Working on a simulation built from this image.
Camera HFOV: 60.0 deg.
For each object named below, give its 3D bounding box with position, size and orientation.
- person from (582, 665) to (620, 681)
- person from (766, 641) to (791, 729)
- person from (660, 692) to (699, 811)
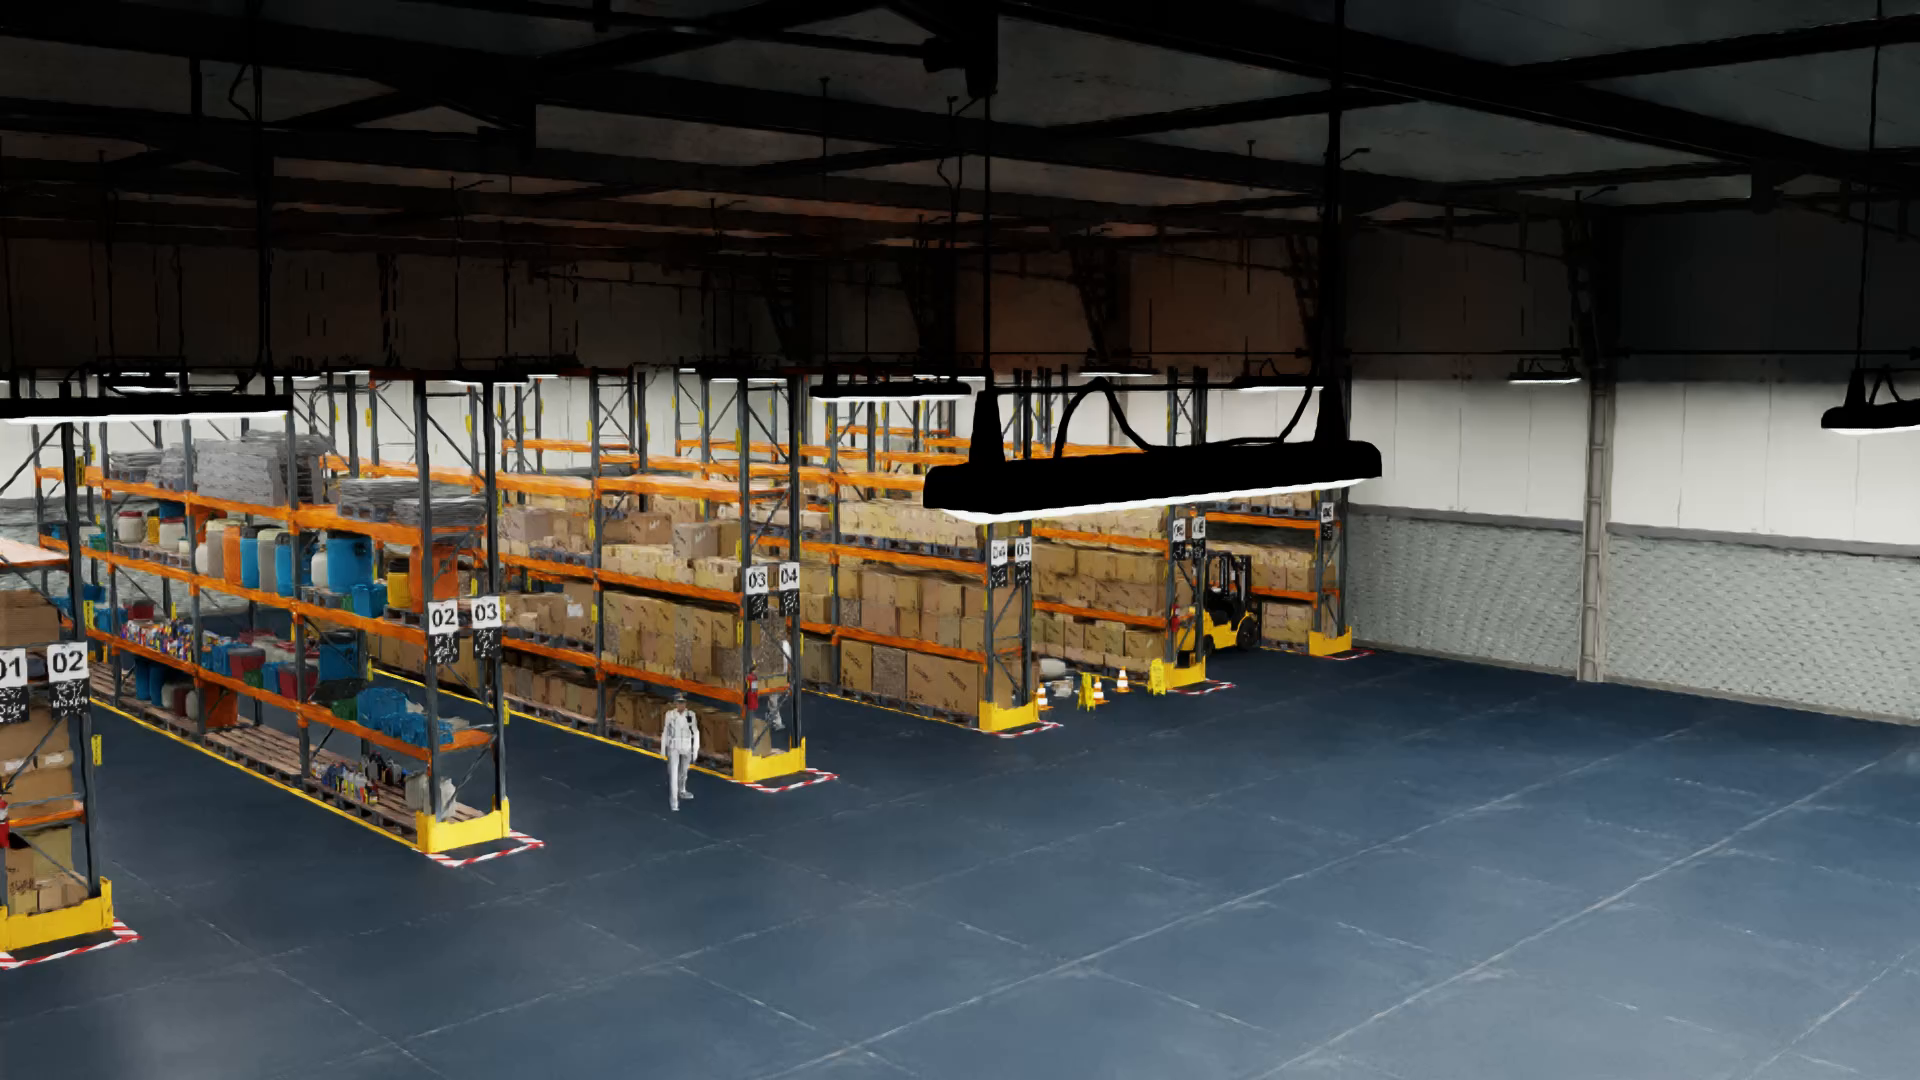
[{"bbox_3d":[-6.738,1.946,31.172,1.030,1.727,0.528,5,8,37],"label":"person"},{"bbox_3d":[-3.078,2.294,28.119,0.553,1.724,1.036,-5,8,-35],"label":"person"},{"bbox_3d":[-3.898,2.906,23.213,0.521,1.624,0.929,-2,7,-21],"label":"person"}]
